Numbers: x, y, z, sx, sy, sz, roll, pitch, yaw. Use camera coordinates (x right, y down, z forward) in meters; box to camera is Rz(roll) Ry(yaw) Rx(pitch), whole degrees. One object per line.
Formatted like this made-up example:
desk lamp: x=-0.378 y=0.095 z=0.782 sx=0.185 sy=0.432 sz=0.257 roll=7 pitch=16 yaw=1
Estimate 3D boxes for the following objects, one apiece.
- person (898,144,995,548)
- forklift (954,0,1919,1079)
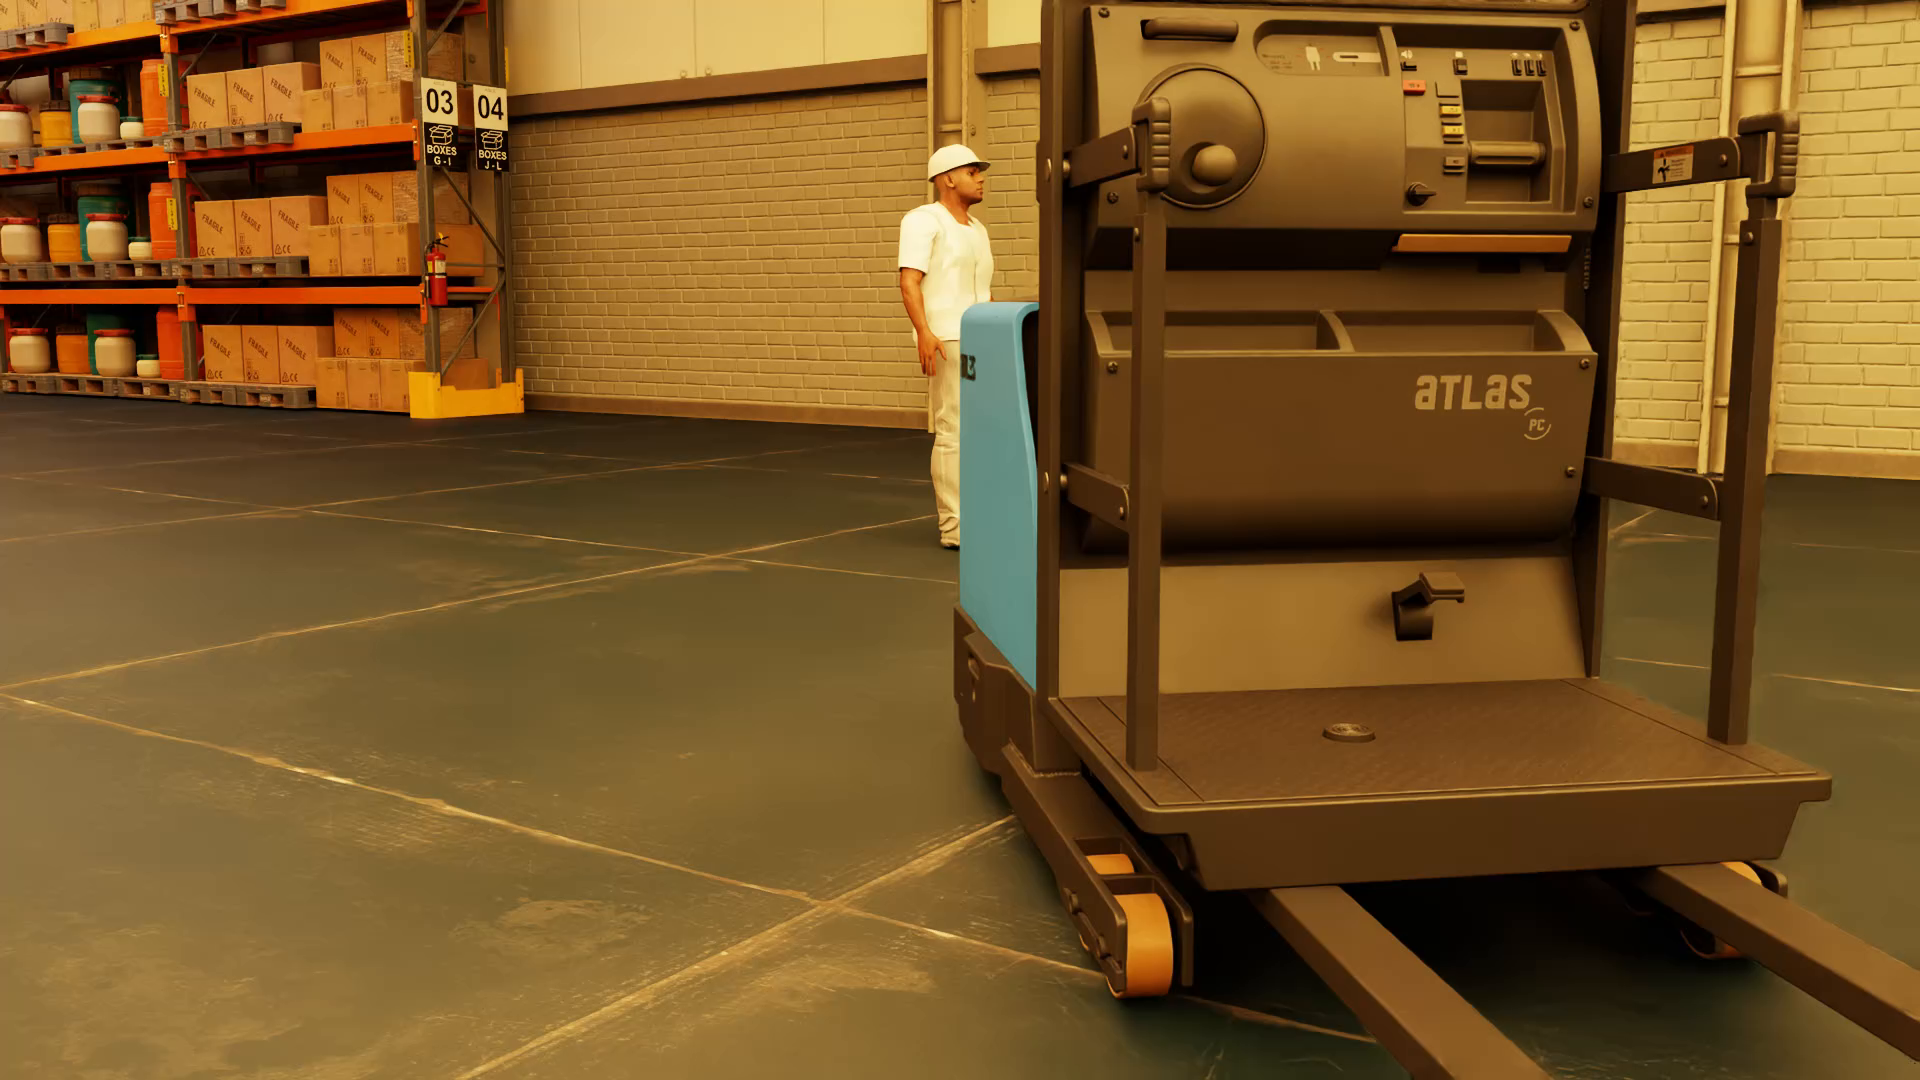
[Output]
person: x=0.055 y=-0.875 z=7.435 sx=0.575 sy=1.768 sz=0.666 roll=5 pitch=10 yaw=34
forklift: x=0.725 y=-0.790 z=2.751 sx=1.130 sy=2.935 sz=3.031 roll=-1 pitch=8 yaw=-9
